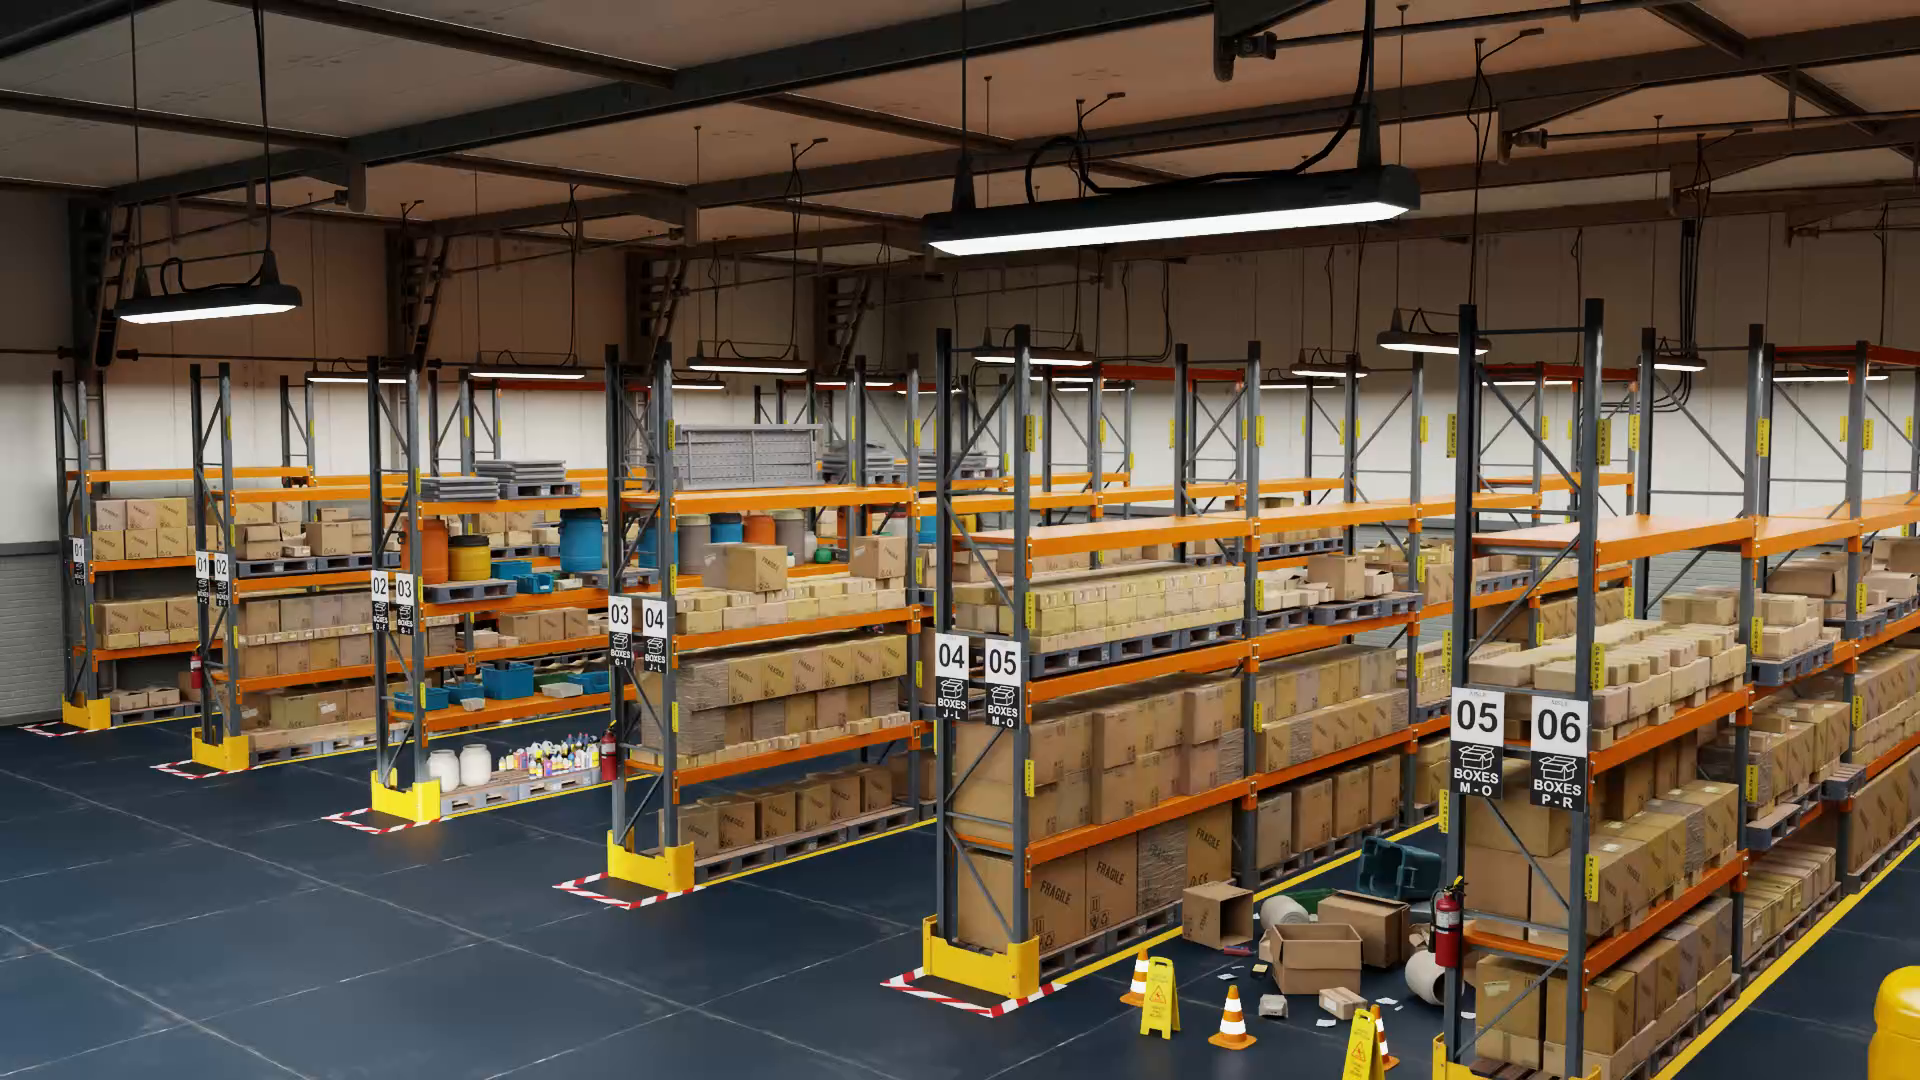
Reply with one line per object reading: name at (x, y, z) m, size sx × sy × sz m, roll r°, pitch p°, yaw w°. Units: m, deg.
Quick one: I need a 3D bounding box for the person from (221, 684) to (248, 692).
person at (-11.649, 2.410, 26.864) m, size 0.581 × 1.631 × 0.534 m, roll 2°, pitch 5°, yaw 25°

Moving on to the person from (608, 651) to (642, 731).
person at (-5.436, 2.380, 27.167) m, size 0.560 × 1.656 × 0.893 m, roll 3°, pitch 5°, yaw 32°
